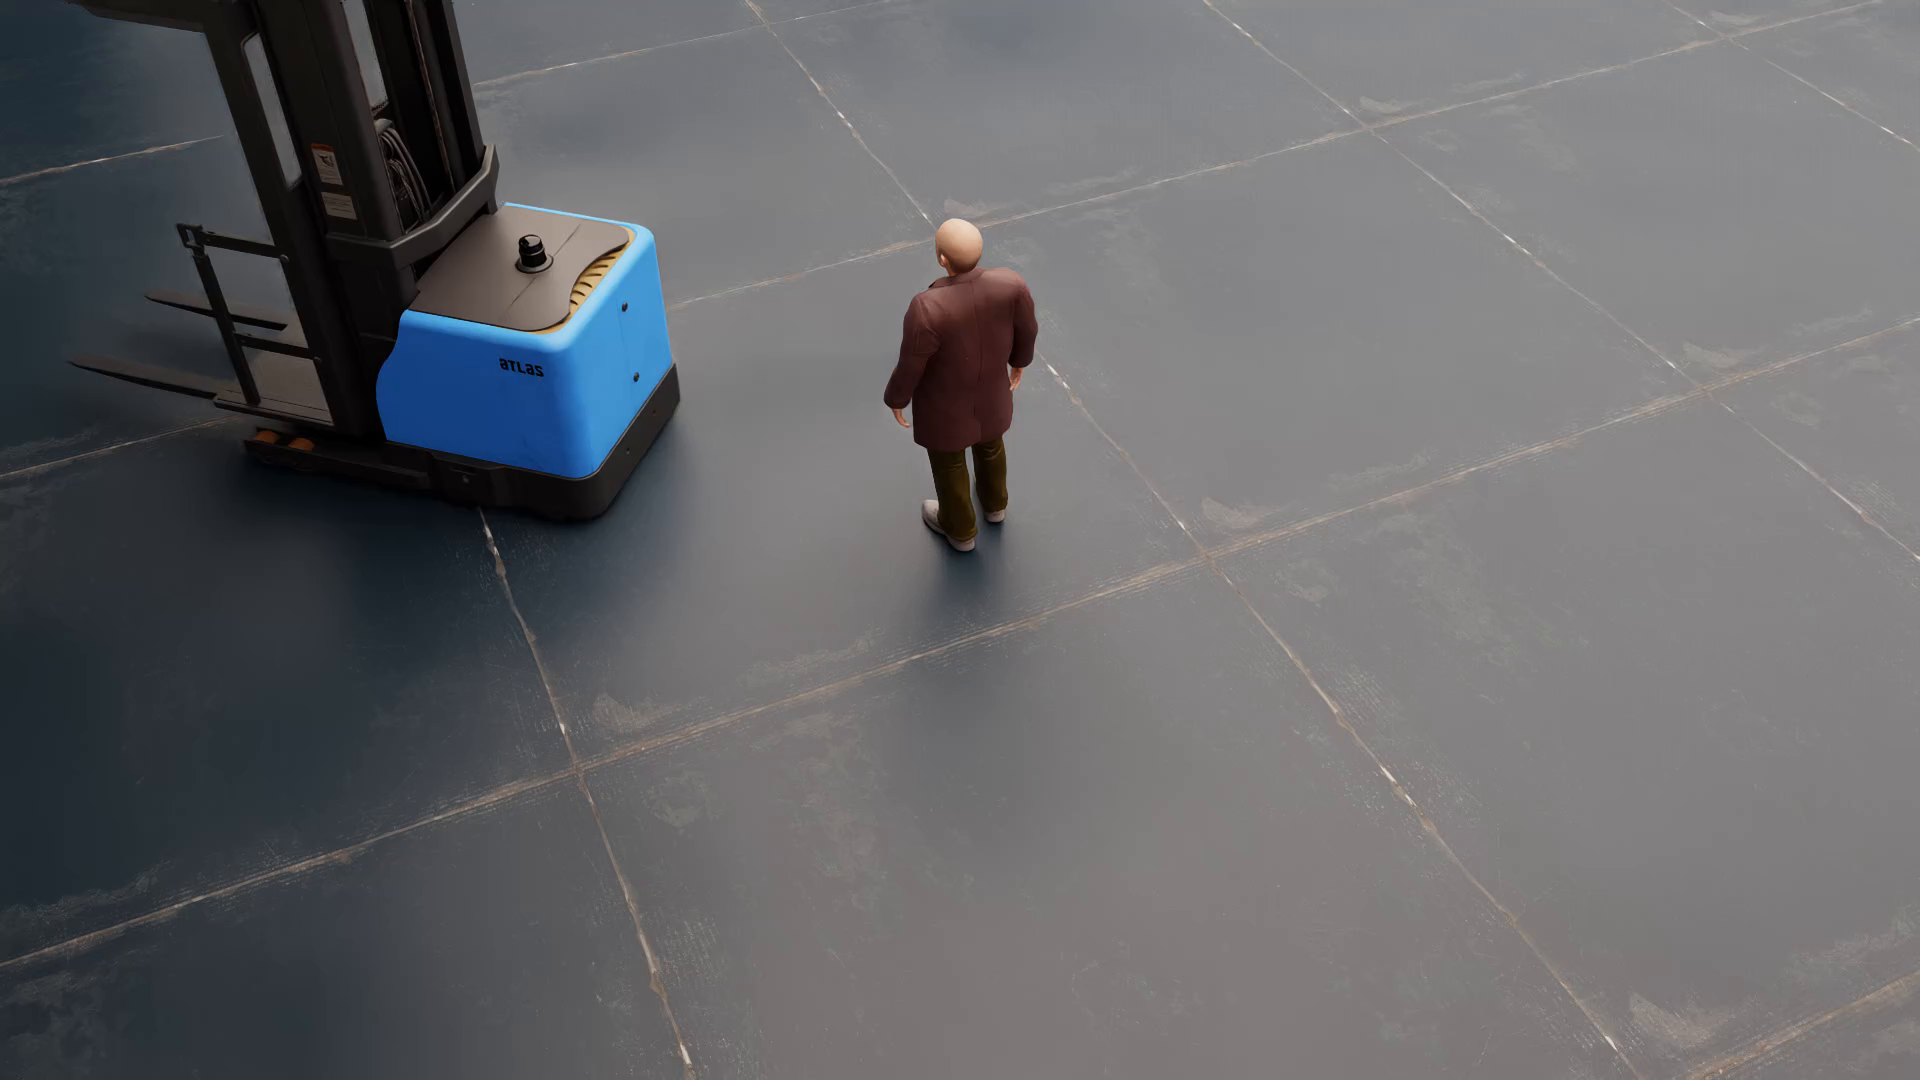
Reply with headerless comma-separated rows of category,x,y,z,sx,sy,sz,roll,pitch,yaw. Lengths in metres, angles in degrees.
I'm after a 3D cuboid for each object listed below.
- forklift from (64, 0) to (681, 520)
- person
forklift,-3.003,-1.742,7.547,3.031,2.935,1.130,12,44,12
person,-0.035,-0.713,7.279,0.696,1.778,0.579,-18,46,-18
